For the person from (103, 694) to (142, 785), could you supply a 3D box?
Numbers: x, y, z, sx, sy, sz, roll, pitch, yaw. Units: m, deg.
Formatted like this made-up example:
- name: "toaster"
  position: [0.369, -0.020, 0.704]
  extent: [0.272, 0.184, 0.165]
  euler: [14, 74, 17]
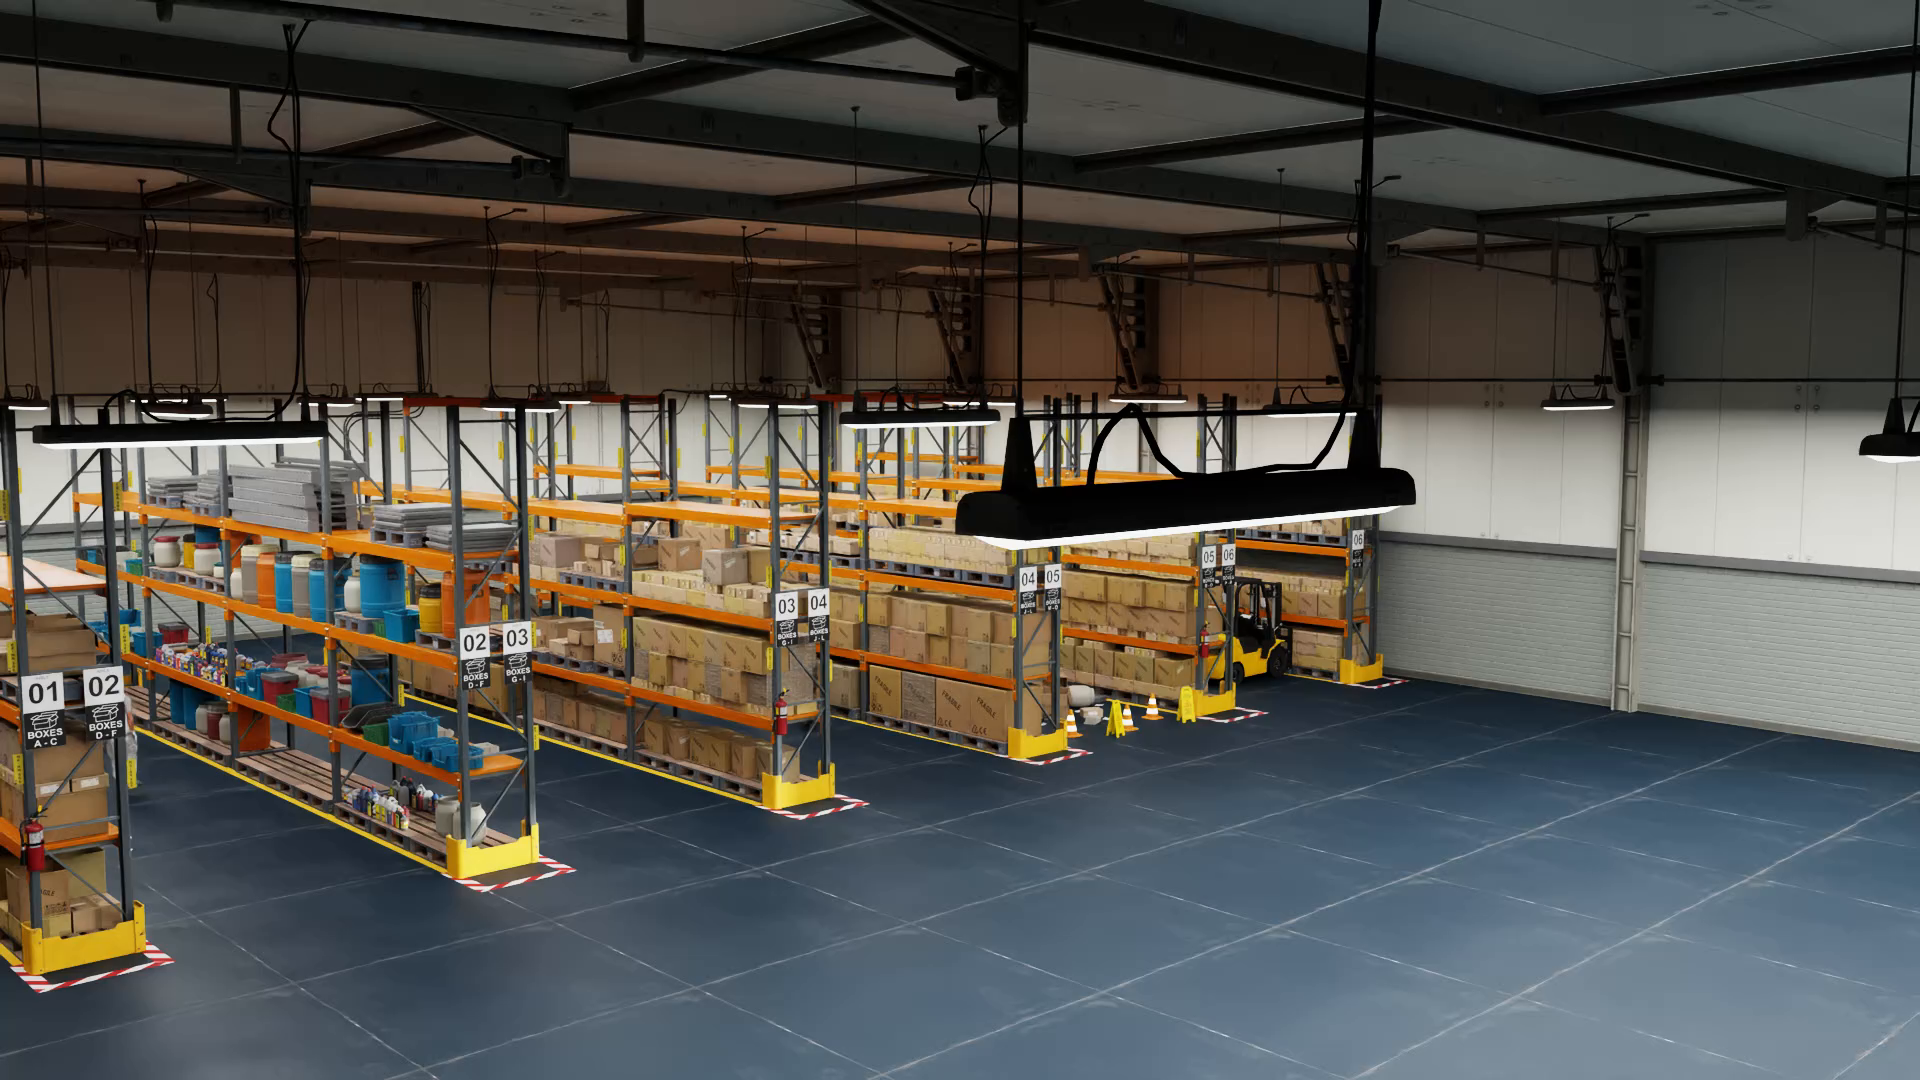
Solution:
- name: "person"
  position: [-12.868, 2.983, 25.430]
  extent: [0.576, 1.780, 0.536]
  euler: [-3, 6, -30]

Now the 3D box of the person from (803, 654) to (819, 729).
- name: "person"
  position: [-2.800, 2.608, 30.208]
  extent: [0.634, 1.628, 0.737]
  euler: [-5, 7, -42]
